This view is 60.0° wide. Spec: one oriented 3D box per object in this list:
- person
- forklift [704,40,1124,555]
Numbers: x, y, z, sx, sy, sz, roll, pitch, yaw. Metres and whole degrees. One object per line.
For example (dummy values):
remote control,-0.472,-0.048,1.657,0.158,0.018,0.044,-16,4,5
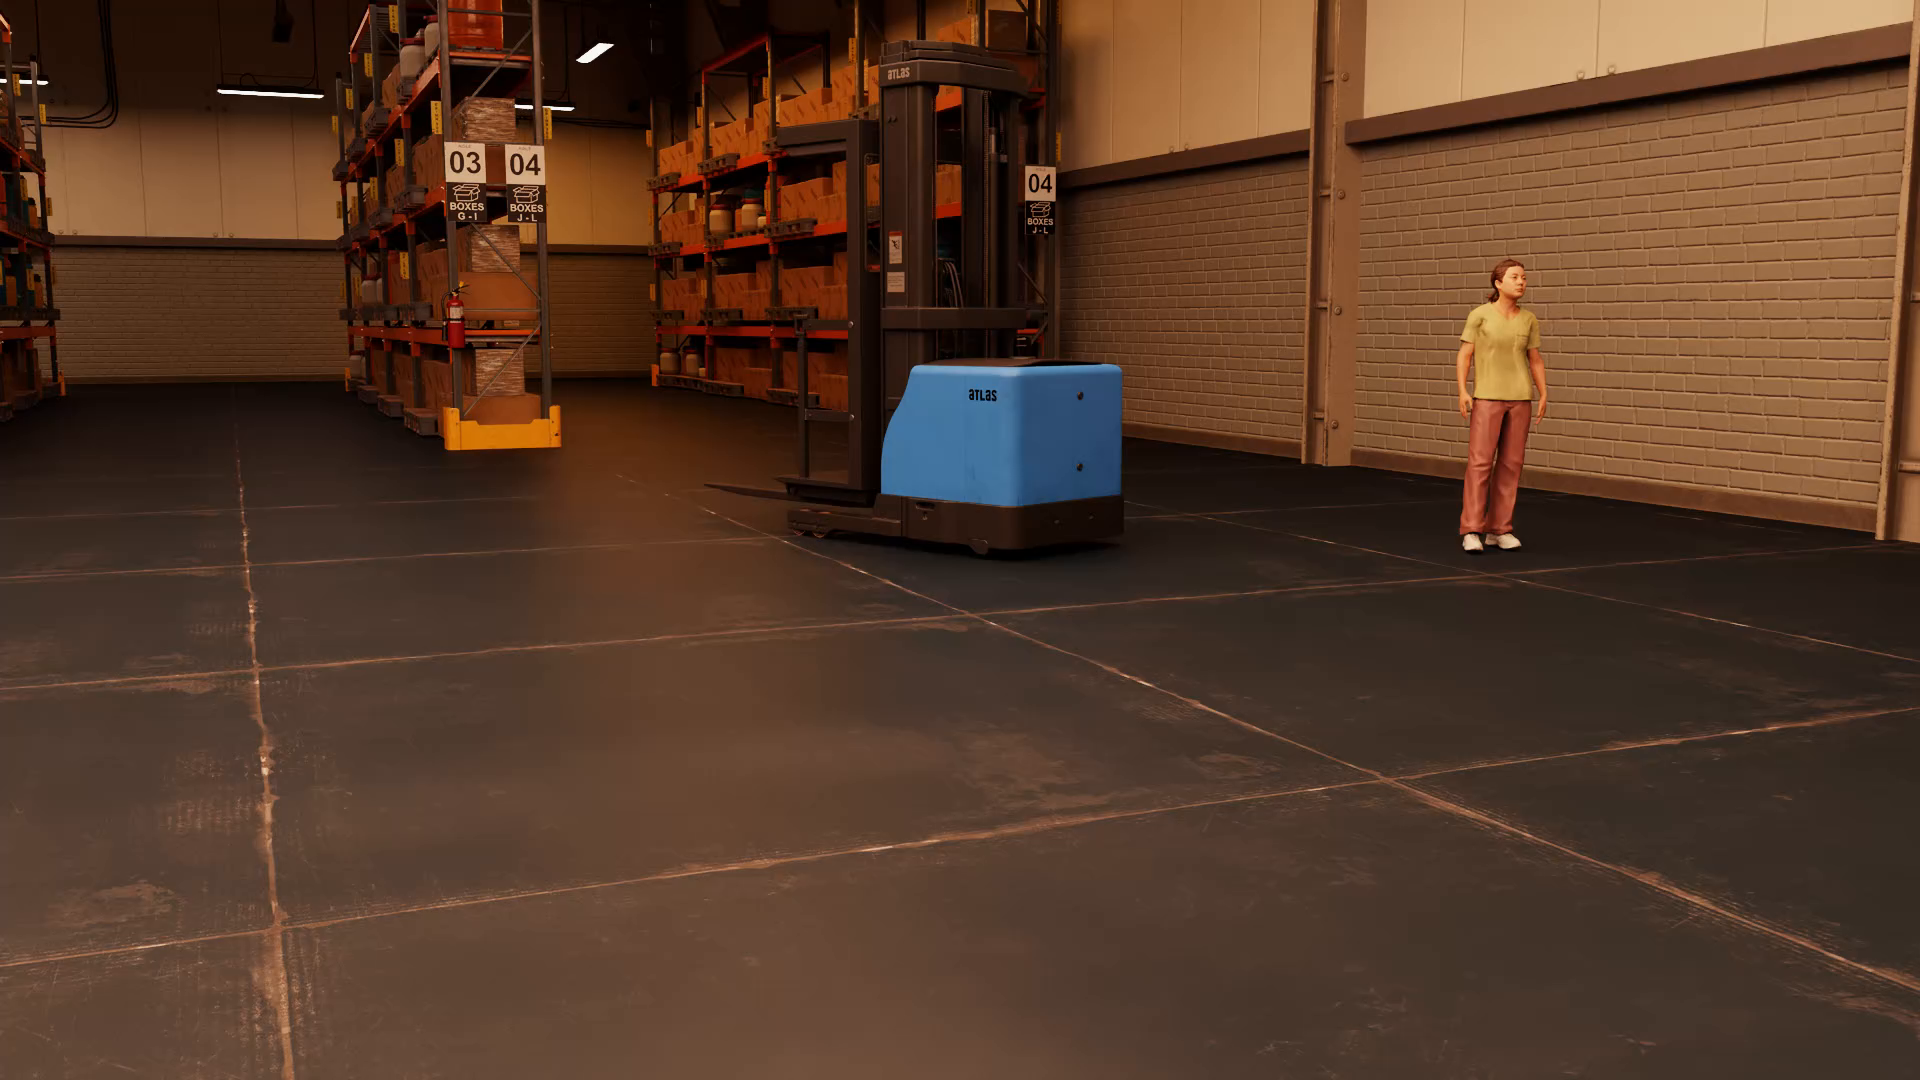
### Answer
person,3.171,-0.788,9.667,0.552,1.676,0.551,-1,8,-4
forklift,-0.436,-1.509,10.383,3.031,2.935,1.130,7,10,44
